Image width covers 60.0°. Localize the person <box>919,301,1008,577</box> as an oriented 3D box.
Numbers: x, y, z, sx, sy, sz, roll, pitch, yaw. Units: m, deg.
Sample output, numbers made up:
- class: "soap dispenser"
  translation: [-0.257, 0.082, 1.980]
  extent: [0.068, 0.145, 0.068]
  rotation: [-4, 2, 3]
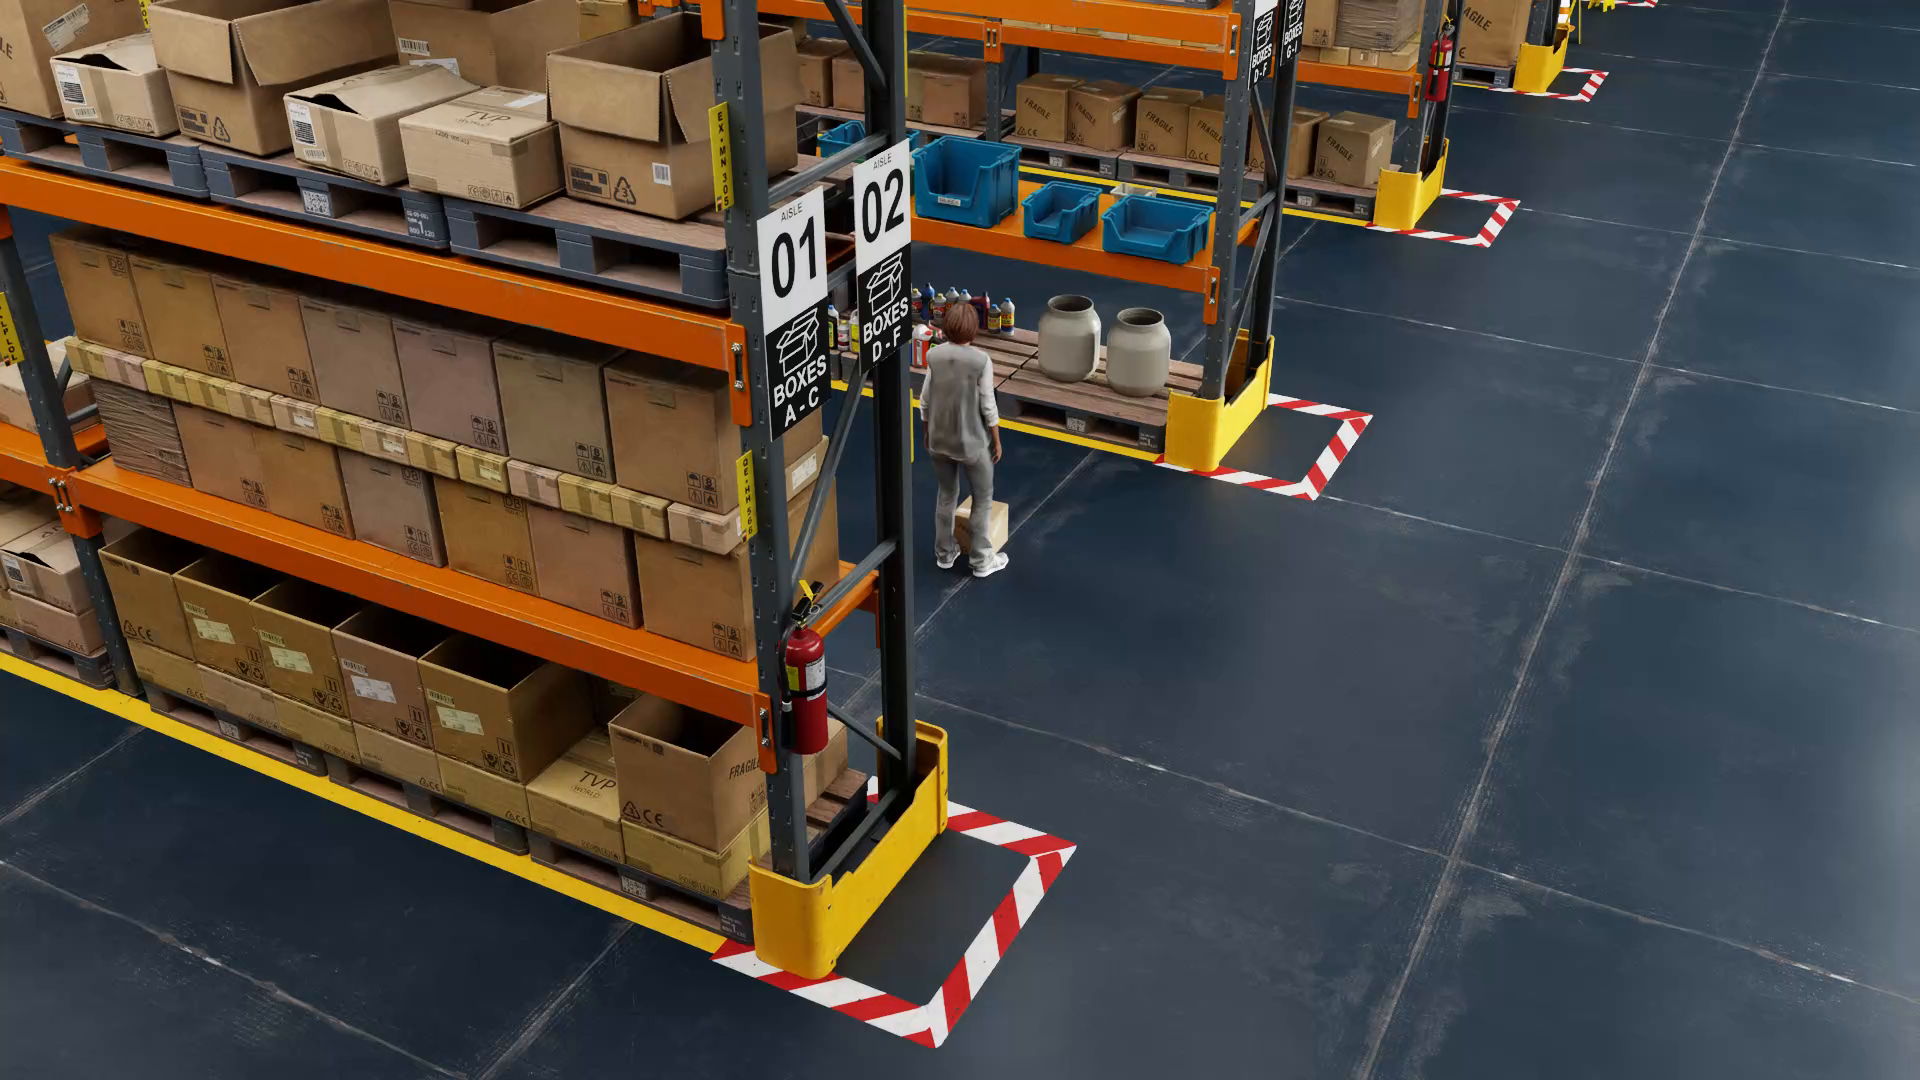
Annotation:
- class: "person"
  translation: [0.010, -0.539, 9.208]
  extent: [0.483, 1.591, 0.347]
  rotation: [12, 33, 20]
